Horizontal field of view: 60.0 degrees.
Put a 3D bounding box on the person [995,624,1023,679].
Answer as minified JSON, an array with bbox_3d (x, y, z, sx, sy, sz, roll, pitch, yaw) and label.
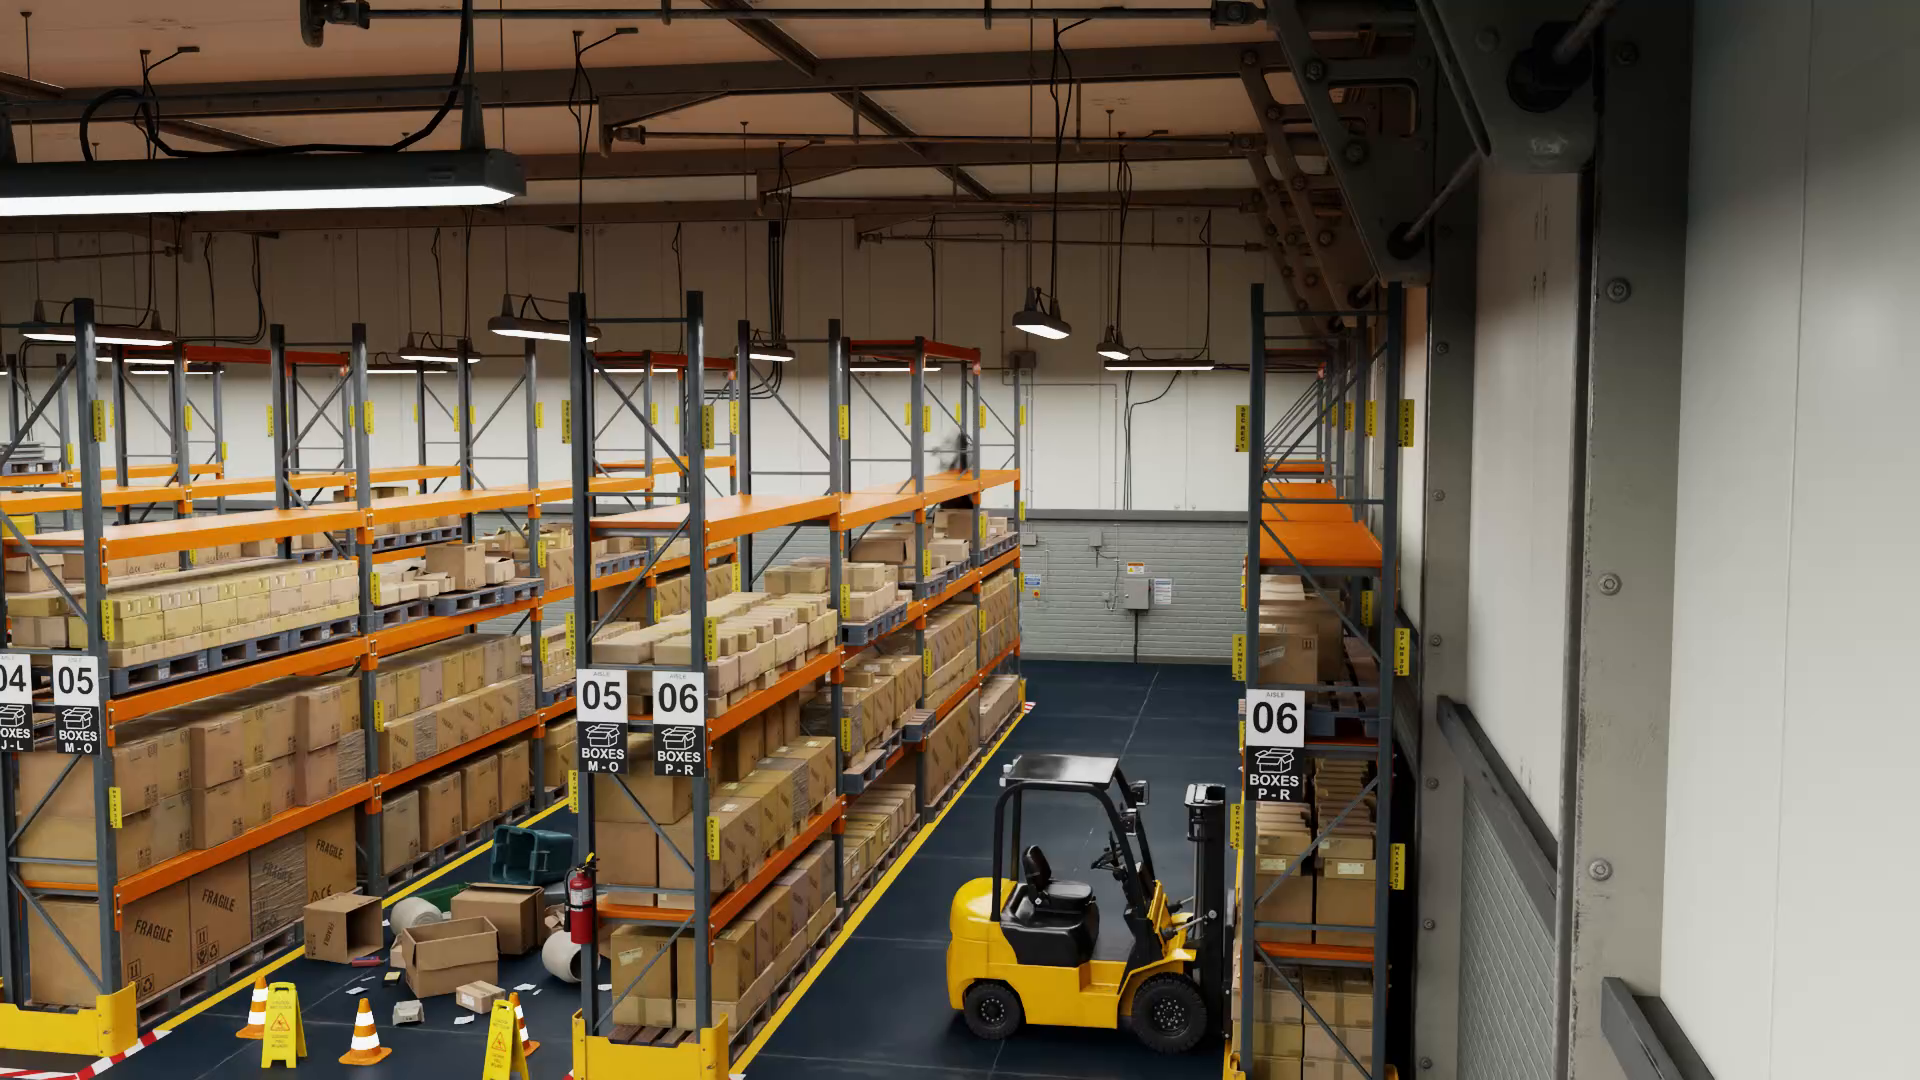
[{"bbox_3d":[0.796,1.936,29.581,0.538,1.710,0.693,2,5,21],"label":"person"}]
